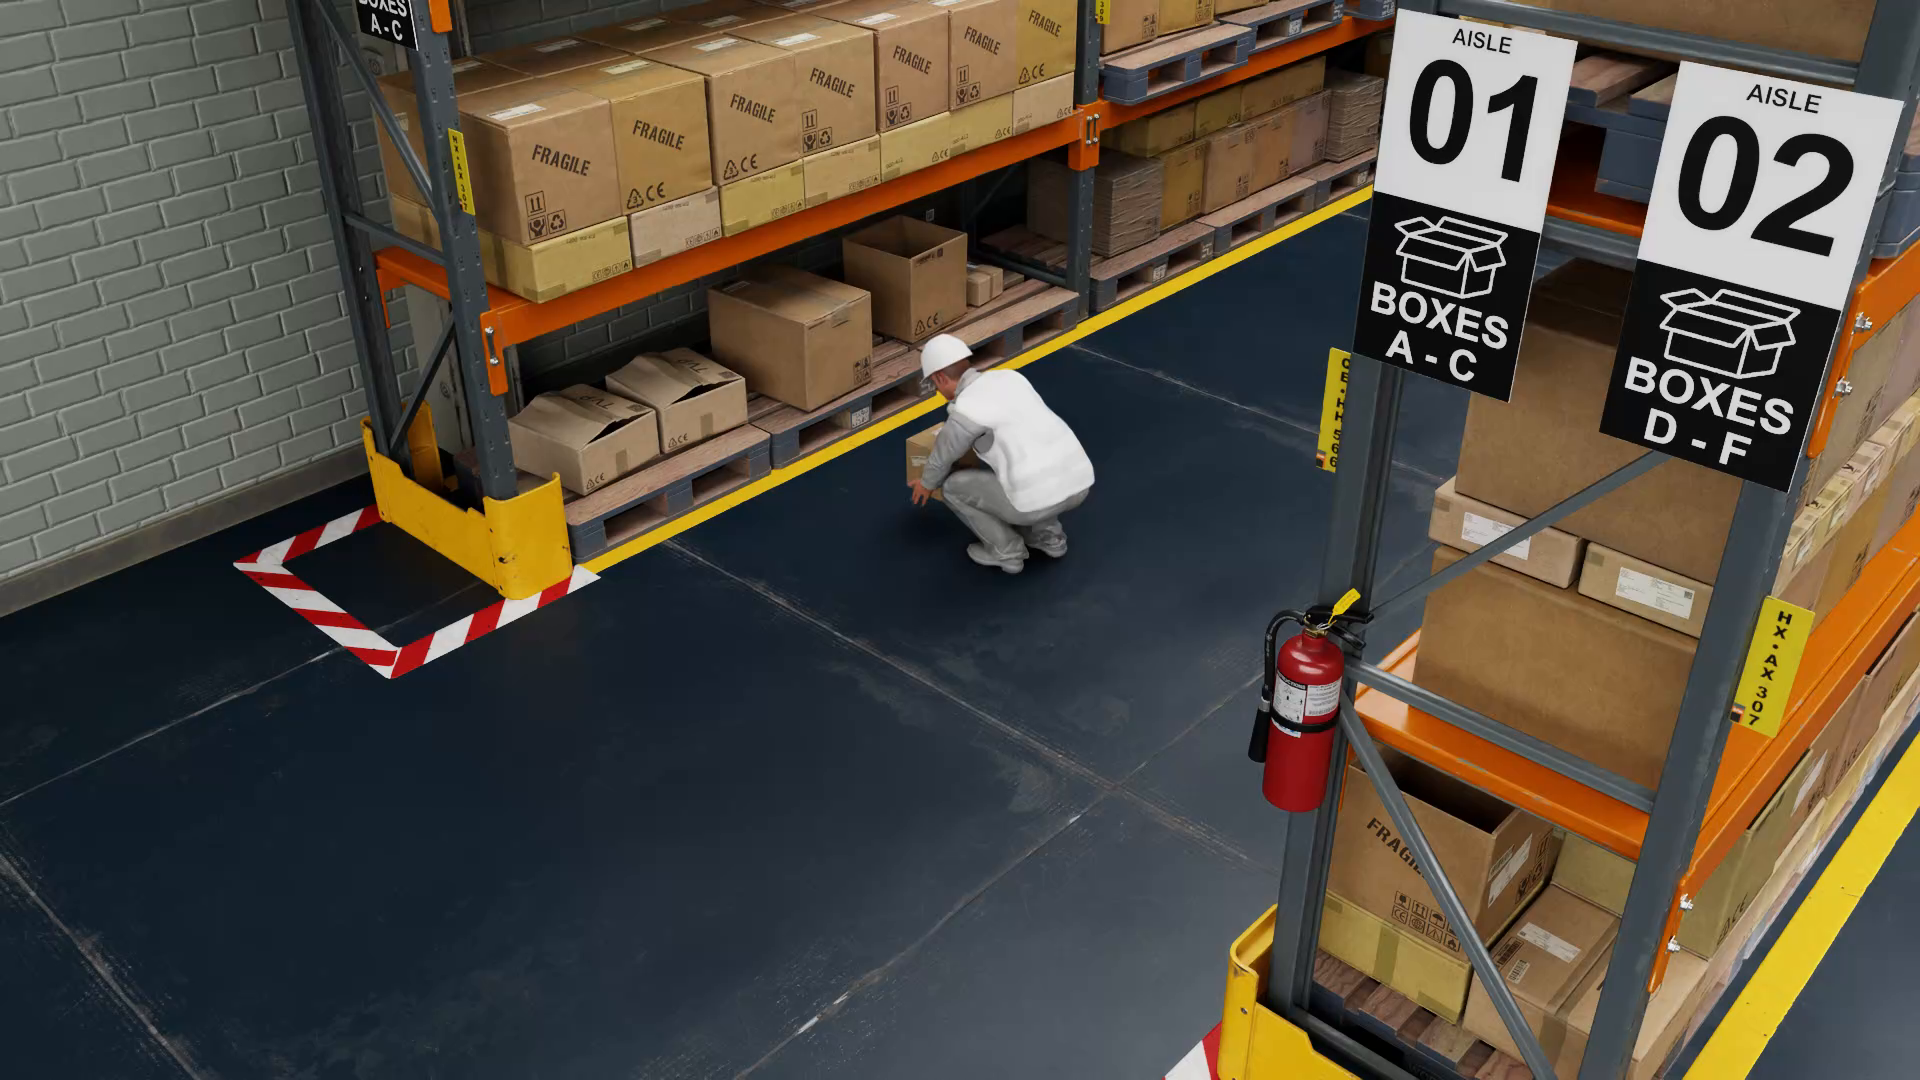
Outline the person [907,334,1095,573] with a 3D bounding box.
[{"bbox_3d":[0.176,-0.397,7.520,0.878,1.008,0.514,25,39,35],"label":"person"}]
